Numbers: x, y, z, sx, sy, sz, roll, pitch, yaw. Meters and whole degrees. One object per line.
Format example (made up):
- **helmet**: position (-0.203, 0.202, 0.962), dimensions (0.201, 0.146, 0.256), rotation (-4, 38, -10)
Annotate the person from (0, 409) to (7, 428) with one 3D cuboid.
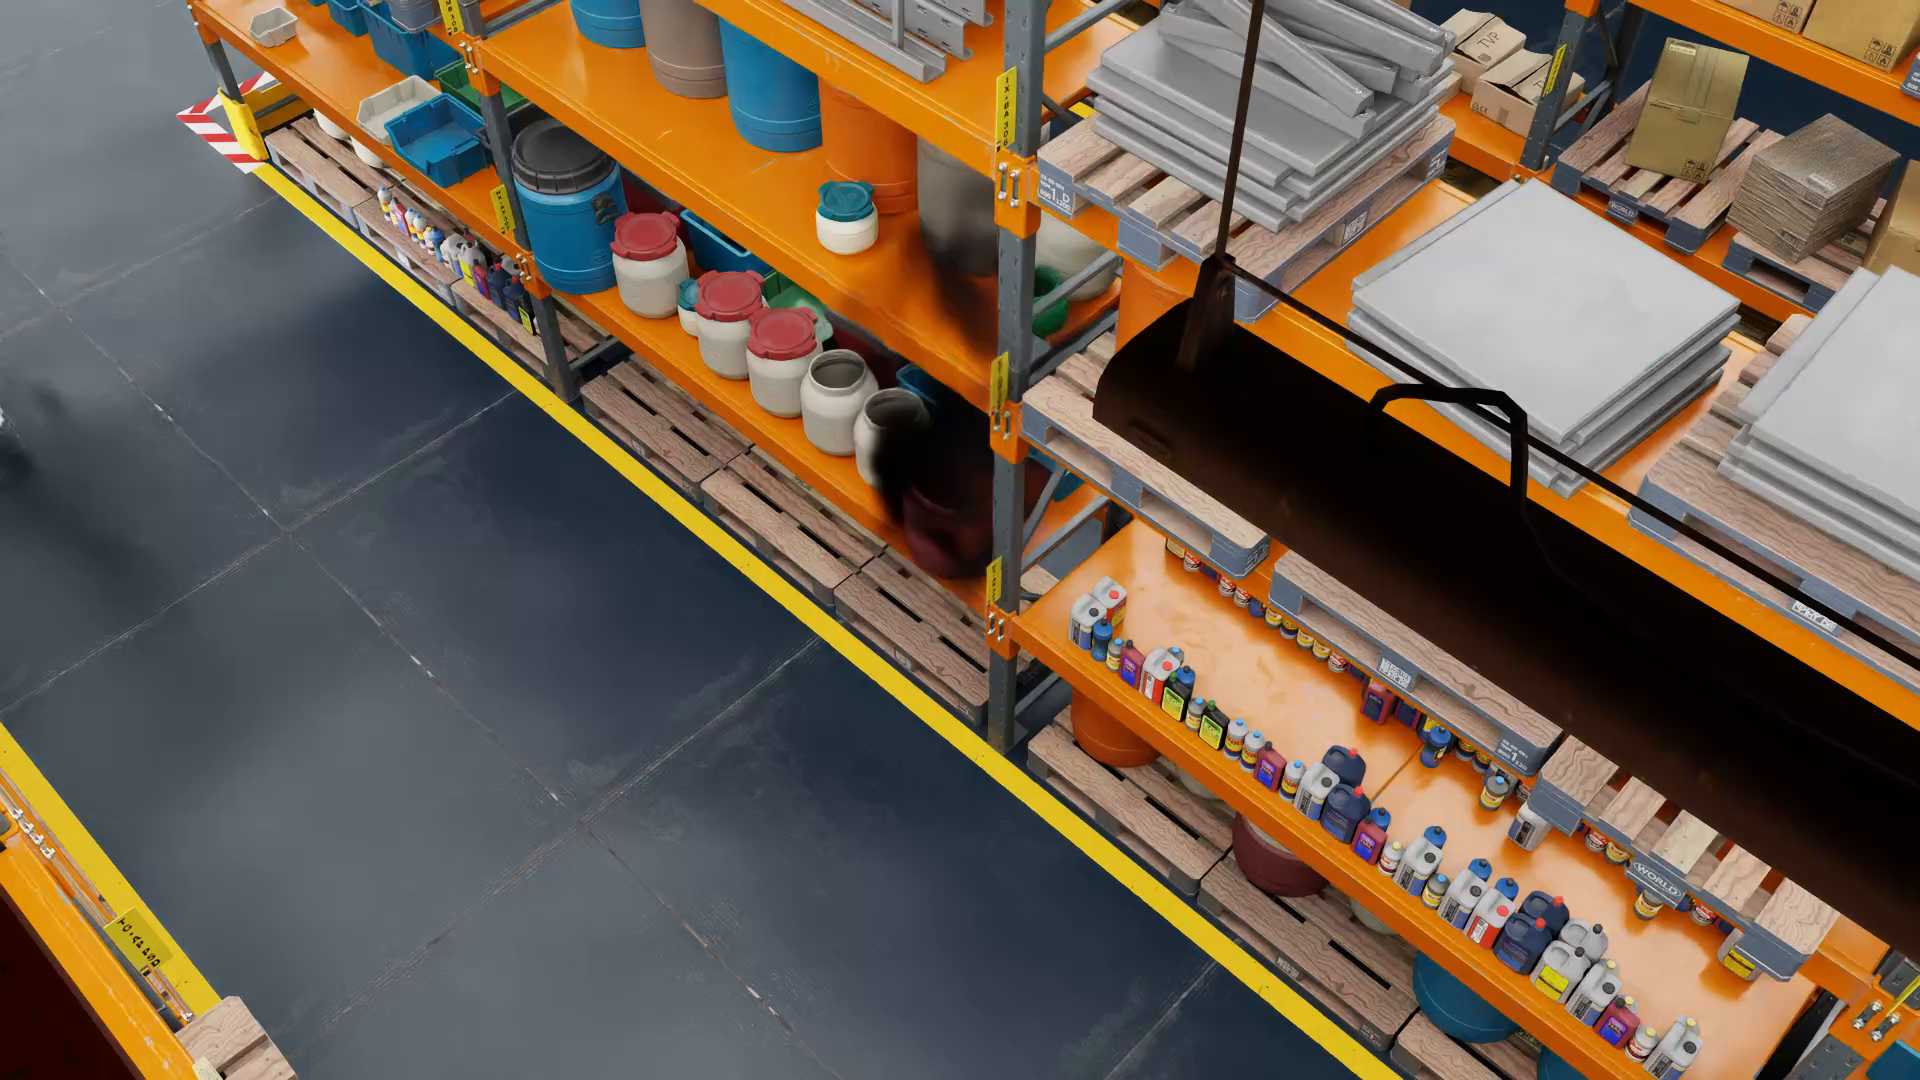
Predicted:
- **person**: position (-6.599, -1.316, 10.310), dimensions (1.049, 1.755, 0.714), rotation (29, 56, 22)
